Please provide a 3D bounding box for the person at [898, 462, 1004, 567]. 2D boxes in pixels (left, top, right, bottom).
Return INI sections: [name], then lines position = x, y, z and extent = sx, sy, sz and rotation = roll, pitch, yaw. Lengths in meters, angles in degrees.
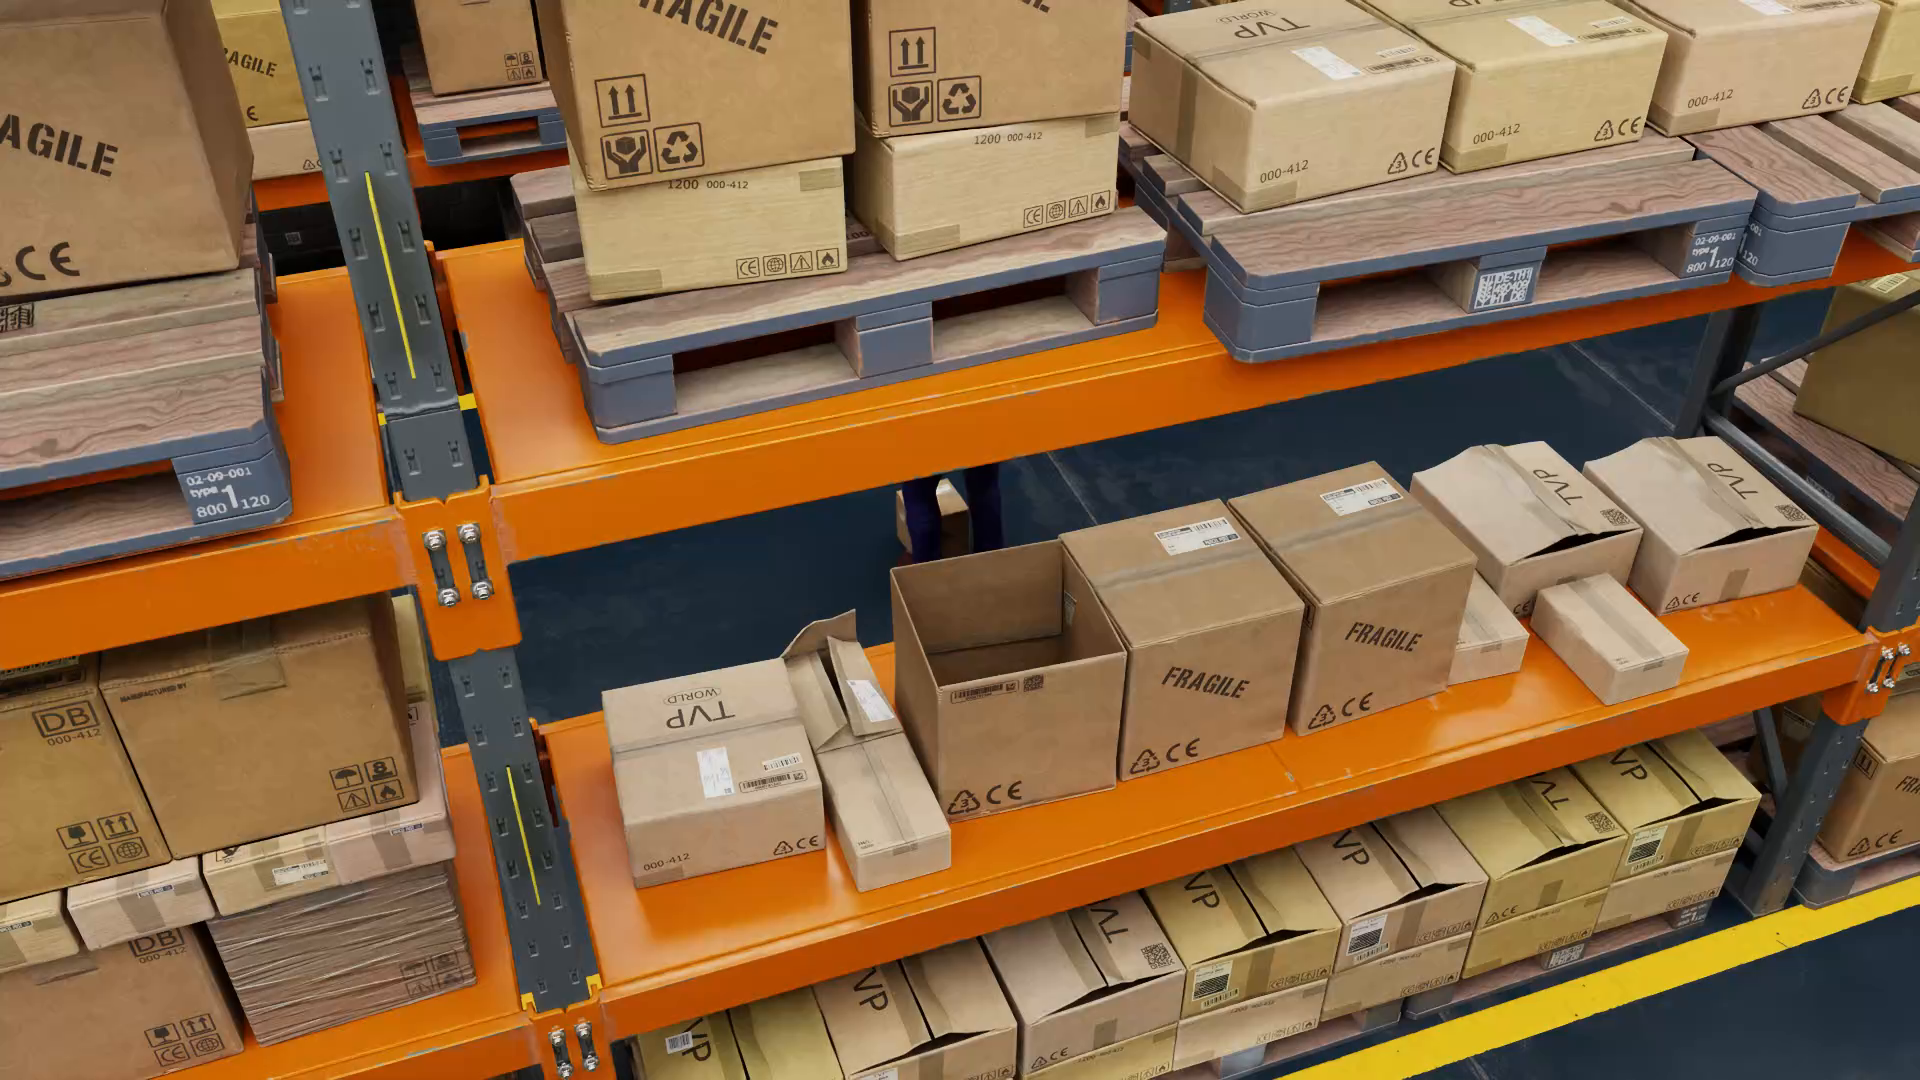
[person]
position = -0.033, -0.494, 6.793
extent = 0.550, 1.650, 0.369
rotation = -14, 40, -18
